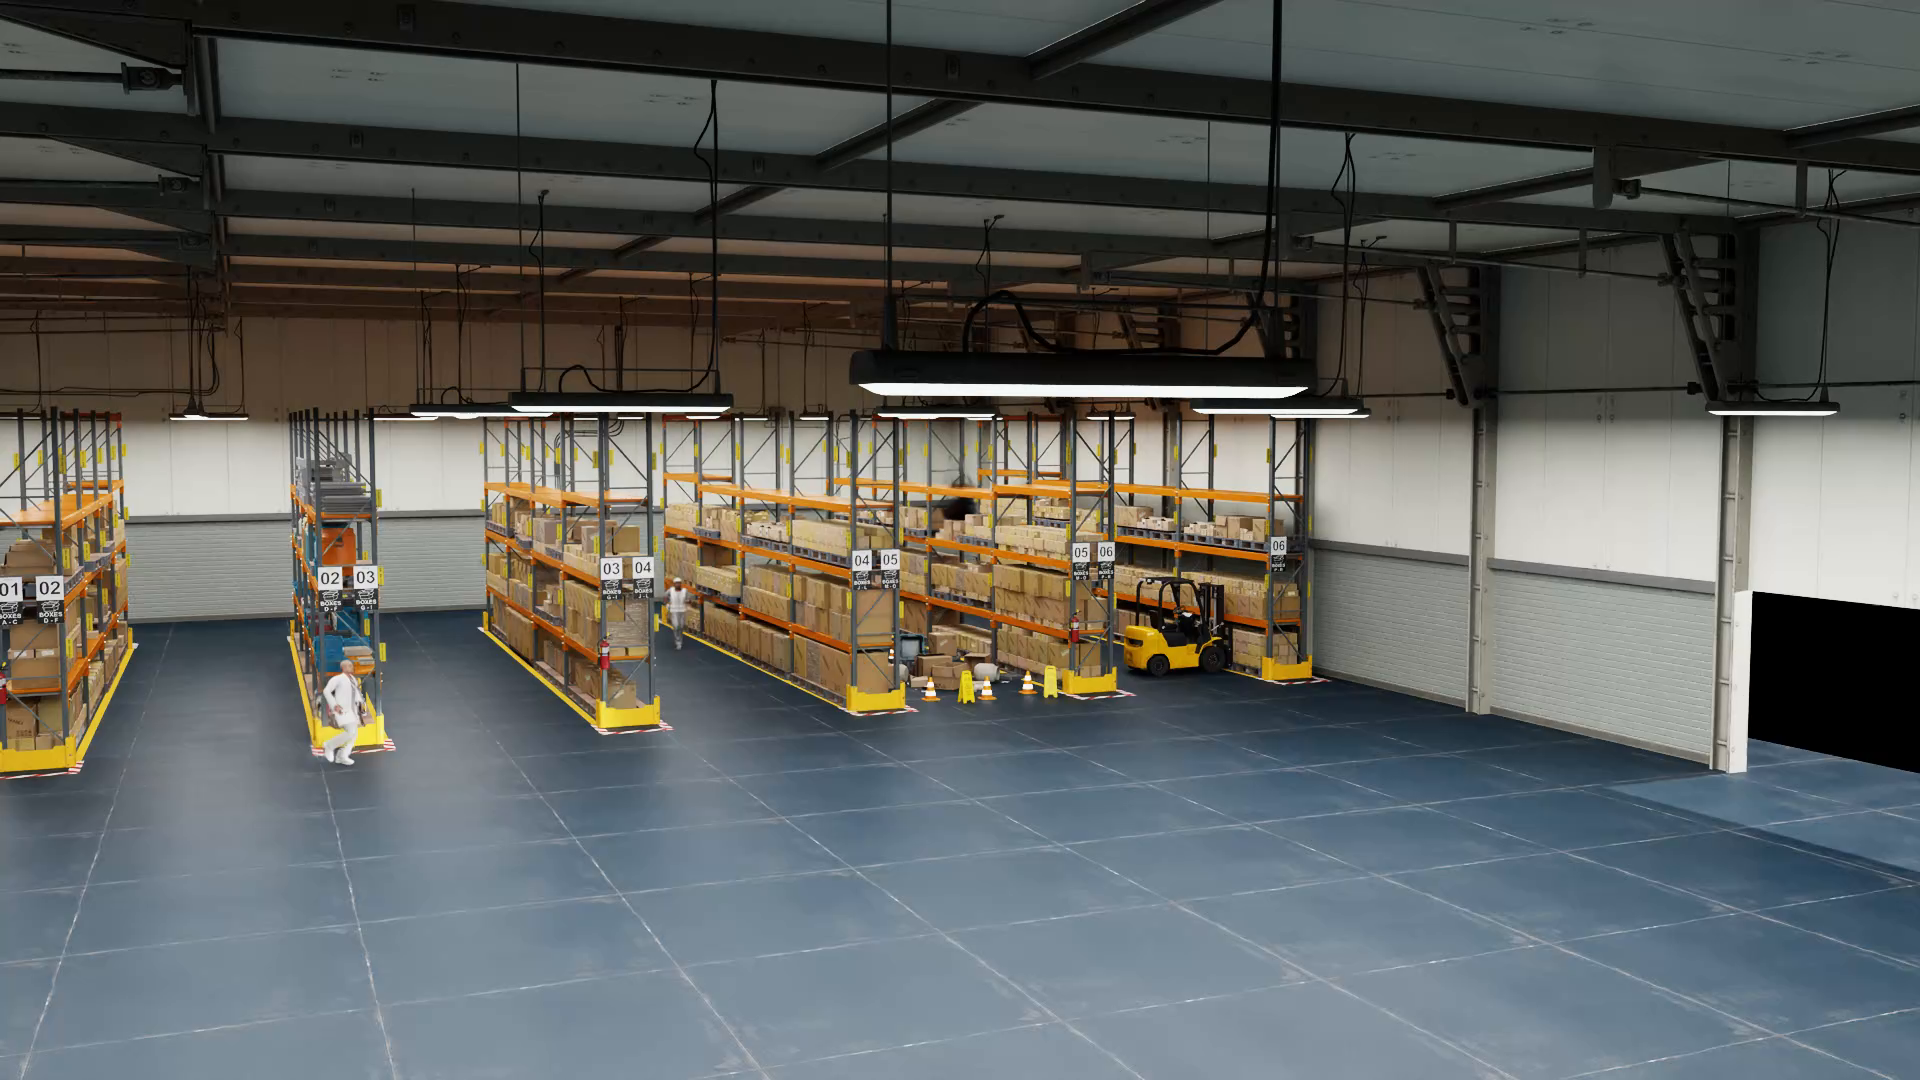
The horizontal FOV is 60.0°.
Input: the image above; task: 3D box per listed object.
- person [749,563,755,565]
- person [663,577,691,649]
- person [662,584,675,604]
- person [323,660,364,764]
[{"bbox_3d":[-5.987,1.518,47.723,0.748,1.738,0.649,-2,4,-21],"label":"person"},{"bbox_3d":[-7.158,1.842,42.285,0.674,1.786,0.901,-2,4,-22],"label":"person"},{"bbox_3d":[-8.604,1.535,49.228,0.469,1.522,0.622,-1,4,-8],"label":"person"},{"bbox_3d":[-10.395,2.901,28.128,0.588,1.735,0.770,1,4,9],"label":"person"}]
